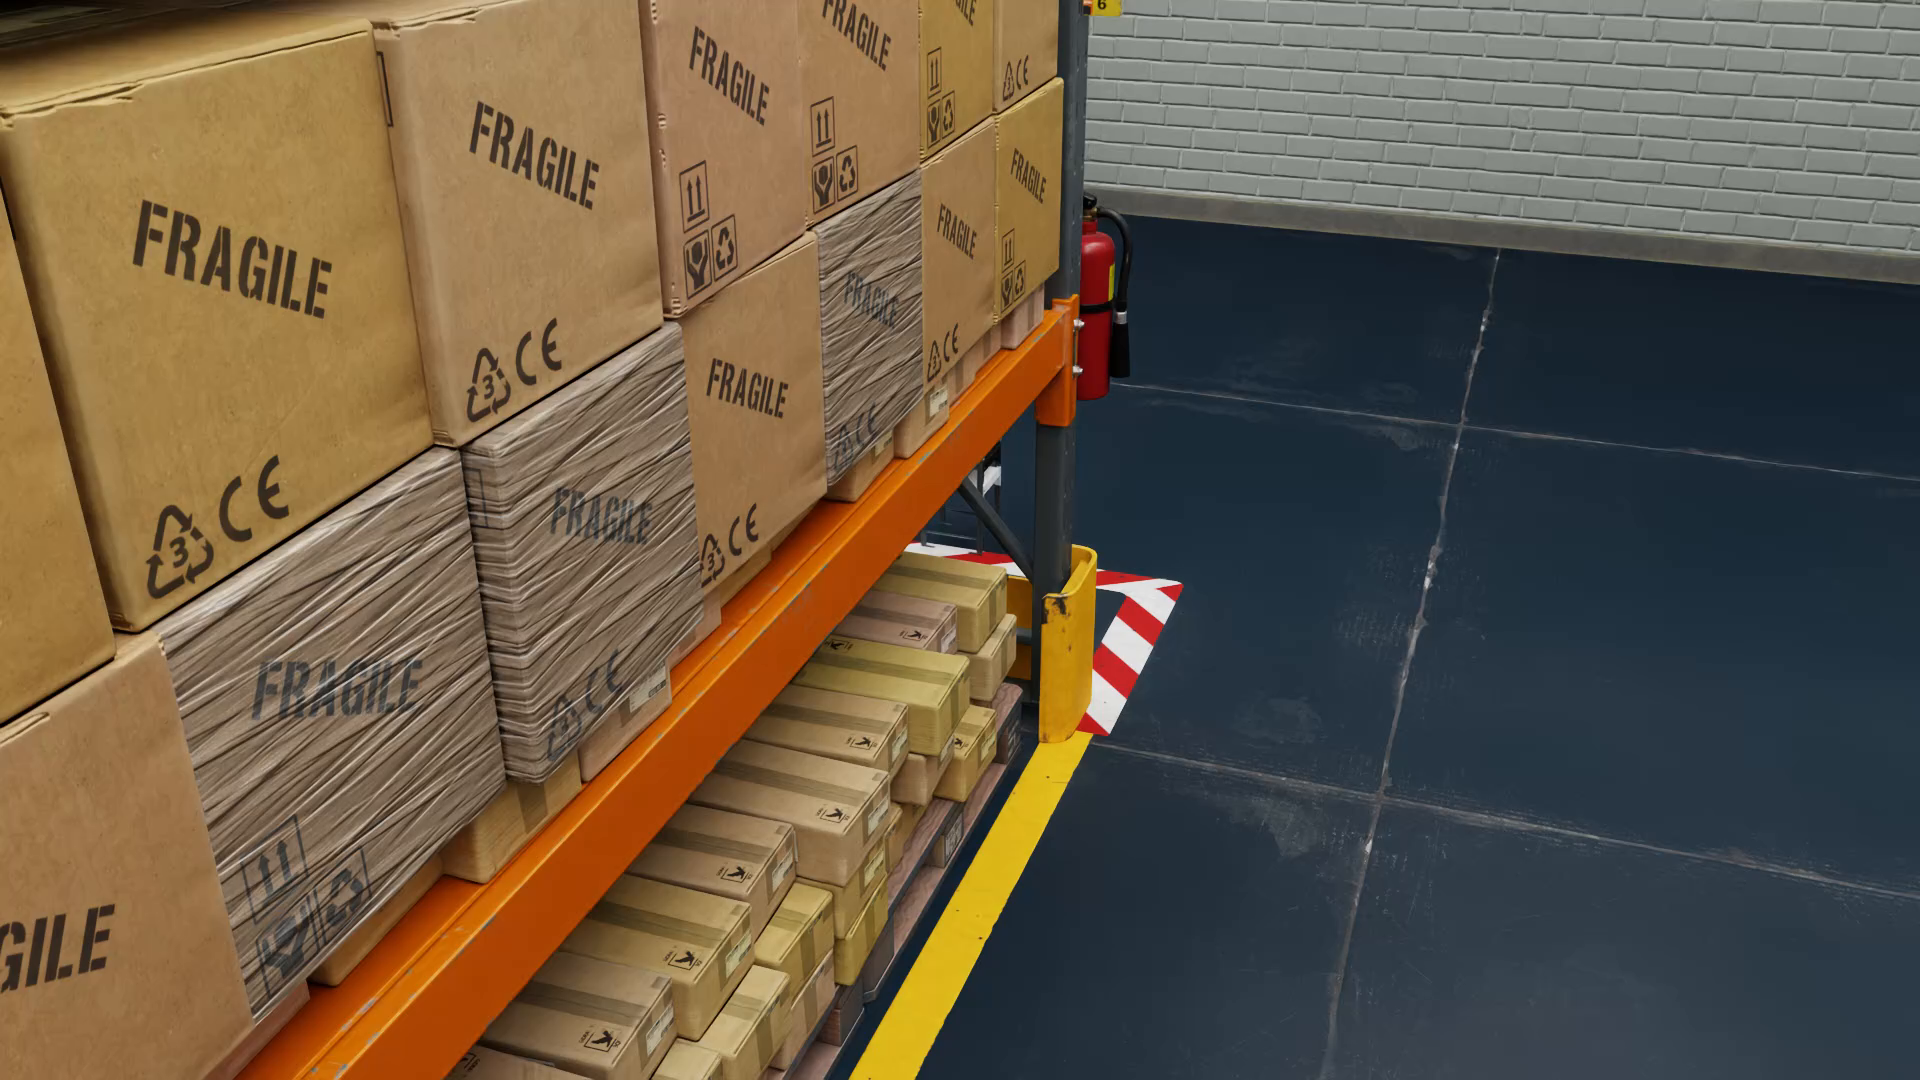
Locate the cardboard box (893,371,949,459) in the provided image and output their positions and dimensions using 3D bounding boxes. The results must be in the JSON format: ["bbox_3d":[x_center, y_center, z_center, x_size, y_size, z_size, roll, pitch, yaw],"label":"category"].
[{"bbox_3d":[-0.244,-0.320,3.756,0.380,0.149,0.250,9,27,19],"label":"cardboard box"}]

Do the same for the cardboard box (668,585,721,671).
[{"bbox_3d":[-0.642,0.105,2.880,0.380,0.149,0.250,10,28,19],"label":"cardboard box"}]

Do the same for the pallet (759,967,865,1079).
[{"bbox_3d":[-0.889,1.197,3.536,1.003,0.211,1.213,9,27,17],"label":"pallet"}]

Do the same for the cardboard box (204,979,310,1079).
[{"bbox_3d":[-1.025,0.536,1.990,0.380,0.149,0.250,8,27,15],"label":"cardboard box"}]

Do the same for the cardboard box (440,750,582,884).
[{"bbox_3d":[-0.784,0.331,2.413,0.380,0.149,0.250,9,27,18],"label":"cardboard box"}]

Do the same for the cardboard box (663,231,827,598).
[{"bbox_3d":[-0.571,-0.251,2.870,0.500,0.500,0.500,10,28,20],"label":"cardboard box"}]

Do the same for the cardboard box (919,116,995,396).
[{"bbox_3d":[-0.235,-0.664,3.723,0.500,0.500,0.500,8,27,17],"label":"cardboard box"}]

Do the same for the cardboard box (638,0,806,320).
[{"bbox_3d":[-0.576,-0.682,2.612,0.500,0.500,0.500,8,27,16],"label":"cardboard box"}]

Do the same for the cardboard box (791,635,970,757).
[{"bbox_3d":[-0.193,0.382,4.125,0.380,0.149,0.250,8,27,16],"label":"cardboard box"}]

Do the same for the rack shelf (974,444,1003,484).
[{"bbox_3d":[0.003,-0.297,6.115,0.258,0.077,0.200,9,27,17],"label":"rack shelf"}]

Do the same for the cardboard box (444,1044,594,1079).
[{"bbox_3d":[-0.761,1.022,2.804,0.380,0.149,0.250,9,27,19],"label":"cardboard box"}]

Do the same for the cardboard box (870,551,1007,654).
[{"bbox_3d":[-0.089,0.163,4.579,0.380,0.149,0.250,9,27,18],"label":"cardboard box"}]

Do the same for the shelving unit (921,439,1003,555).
[{"bbox_3d":[0.003,-0.408,6.061,0.258,0.900,0.210,9,27,17],"label":"shelving unit"}]

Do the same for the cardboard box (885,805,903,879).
[{"bbox_3d":[-0.360,0.743,4.064,0.380,0.149,0.250,9,27,18],"label":"cardboard box"}]

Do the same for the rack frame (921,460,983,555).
[{"bbox_3d":[-0.031,-0.367,5.975,0.240,0.900,0.006,9,27,17],"label":"rack frame"}]

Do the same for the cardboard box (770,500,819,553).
[{"bbox_3d":[-0.506,-0.113,3.330,0.380,0.149,0.250,8,27,15],"label":"cardboard box"}]

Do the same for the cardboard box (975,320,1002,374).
[{"bbox_3d":[-0.112,-0.533,4.197,0.380,0.149,0.250,9,27,17],"label":"cardboard box"}]

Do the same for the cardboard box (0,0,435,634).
[{"bbox_3d":[-0.945,-0.268,1.759,0.500,0.500,0.500,8,27,16],"label":"cardboard box"}]

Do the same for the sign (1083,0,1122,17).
[{"bbox_3d":[0.365,-1.493,4.199,0.100,0.325,0.005,9,27,17],"label":"sign"}]

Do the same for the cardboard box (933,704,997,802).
[{"bbox_3d":[-0.121,0.543,4.476,0.380,0.149,0.250,10,27,19],"label":"cardboard box"}]

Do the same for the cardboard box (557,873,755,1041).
[{"bbox_3d":[-0.629,0.802,3.258,0.380,0.149,0.250,9,27,18],"label":"cardboard box"}]

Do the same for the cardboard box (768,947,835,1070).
[{"bbox_3d":[-0.495,0.966,3.603,0.380,0.149,0.250,9,27,18],"label":"cardboard box"}]

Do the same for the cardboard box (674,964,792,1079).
[{"bbox_3d":[-0.558,0.949,3.296,0.380,0.149,0.250,9,27,18],"label":"cardboard box"}]

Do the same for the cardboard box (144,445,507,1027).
[{"bbox_3d":[-0.923,0.176,1.989,0.500,0.500,0.500,9,27,17],"label":"cardboard box"}]

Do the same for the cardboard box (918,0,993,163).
[{"bbox_3d":[-0.238,-1.115,3.506,0.500,0.500,0.500,8,27,16],"label":"cardboard box"}]

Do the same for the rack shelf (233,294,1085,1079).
[{"bbox_3d":[-0.818,0.228,3.163,1.077,0.370,4.000,9,27,17],"label":"rack shelf"}]

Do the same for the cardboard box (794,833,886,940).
[{"bbox_3d":[-0.390,0.729,3.750,0.380,0.149,0.250,9,27,18],"label":"cardboard box"}]

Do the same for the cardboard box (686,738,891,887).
[{"bbox_3d":[-0.376,0.598,3.679,0.380,0.149,0.250,10,28,19],"label":"cardboard box"}]

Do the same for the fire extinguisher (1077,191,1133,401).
[{"bbox_3d":[0.367,-0.752,4.878,0.296,0.674,0.183,9,27,17],"label":"fire extinguisher"}]

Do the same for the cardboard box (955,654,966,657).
[{"bbox_3d":[-0.196,0.400,4.430,0.380,0.149,0.250,8,27,16],"label":"cardboard box"}]
